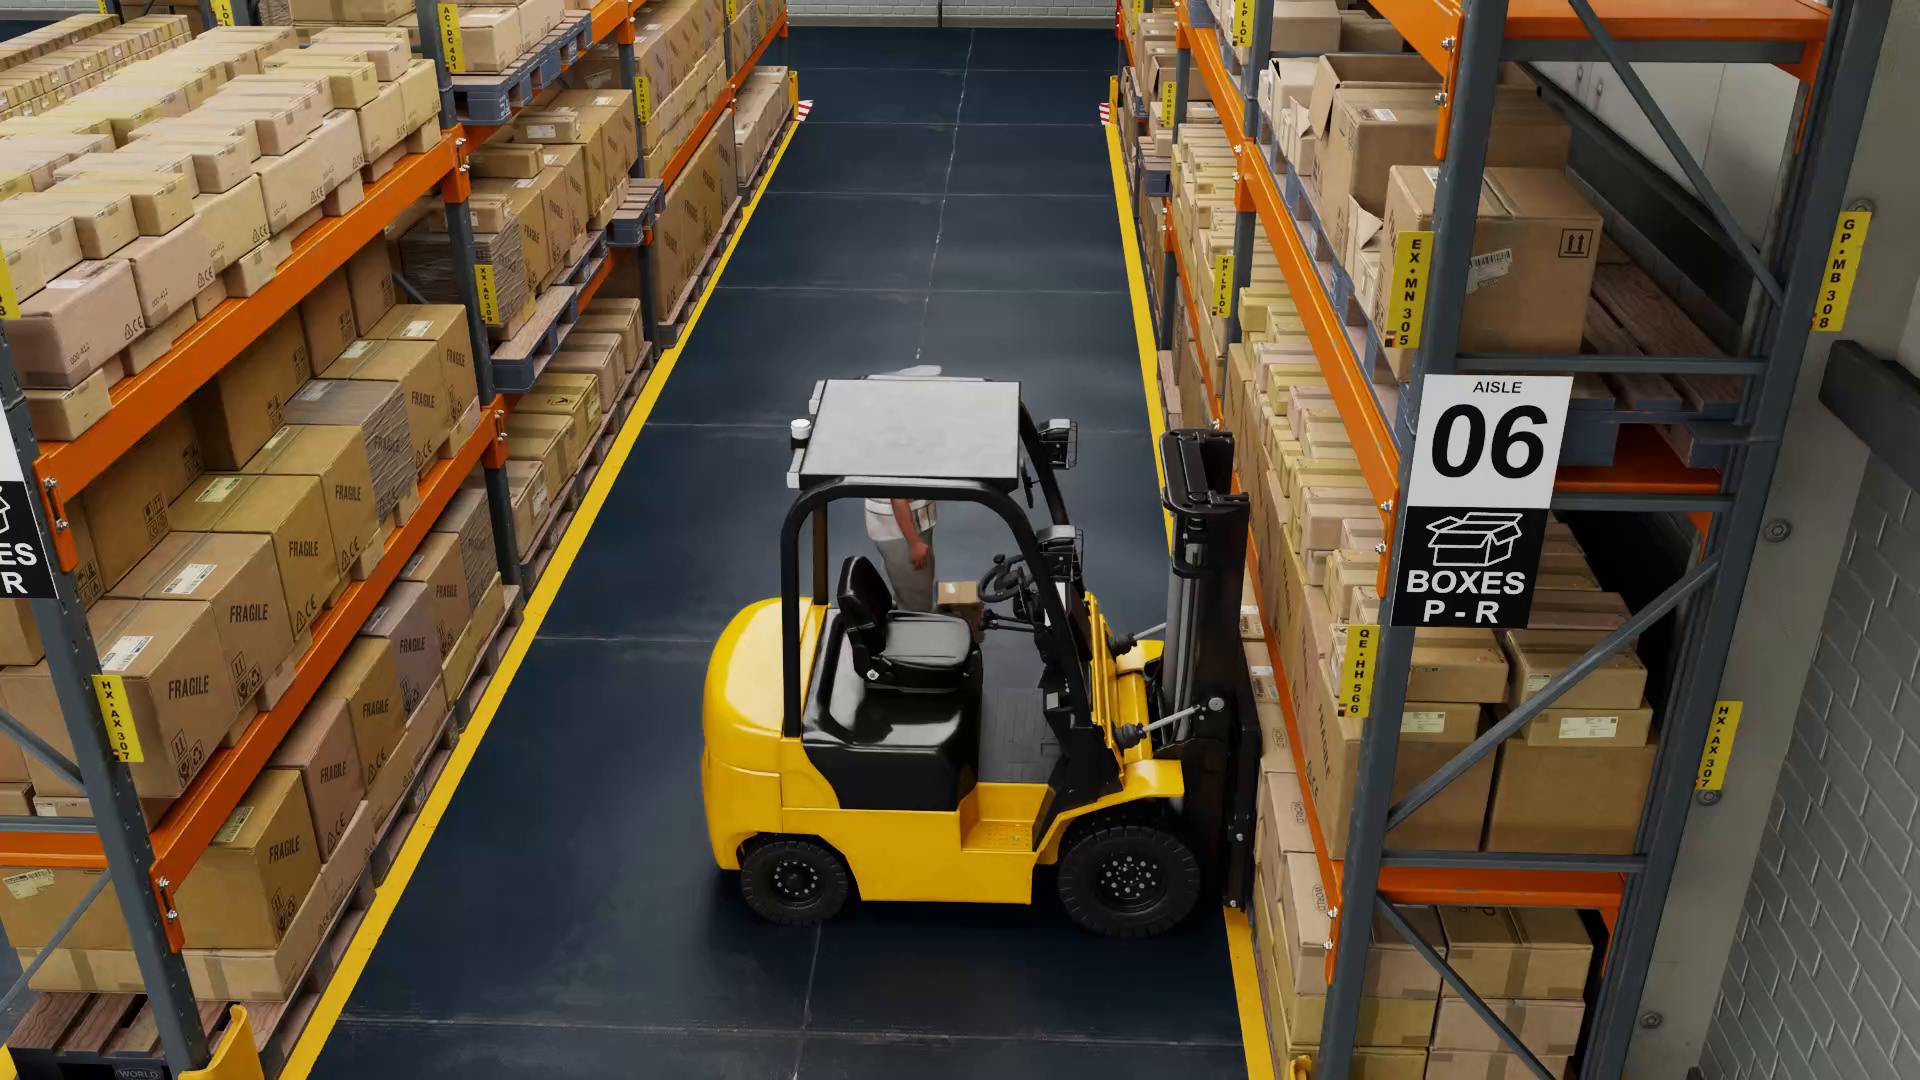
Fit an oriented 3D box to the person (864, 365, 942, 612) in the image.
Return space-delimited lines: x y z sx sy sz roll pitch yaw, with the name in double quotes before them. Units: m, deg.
"person" -0.281 -0.081 8.767 0.434 1.748 0.578 0 28 0
